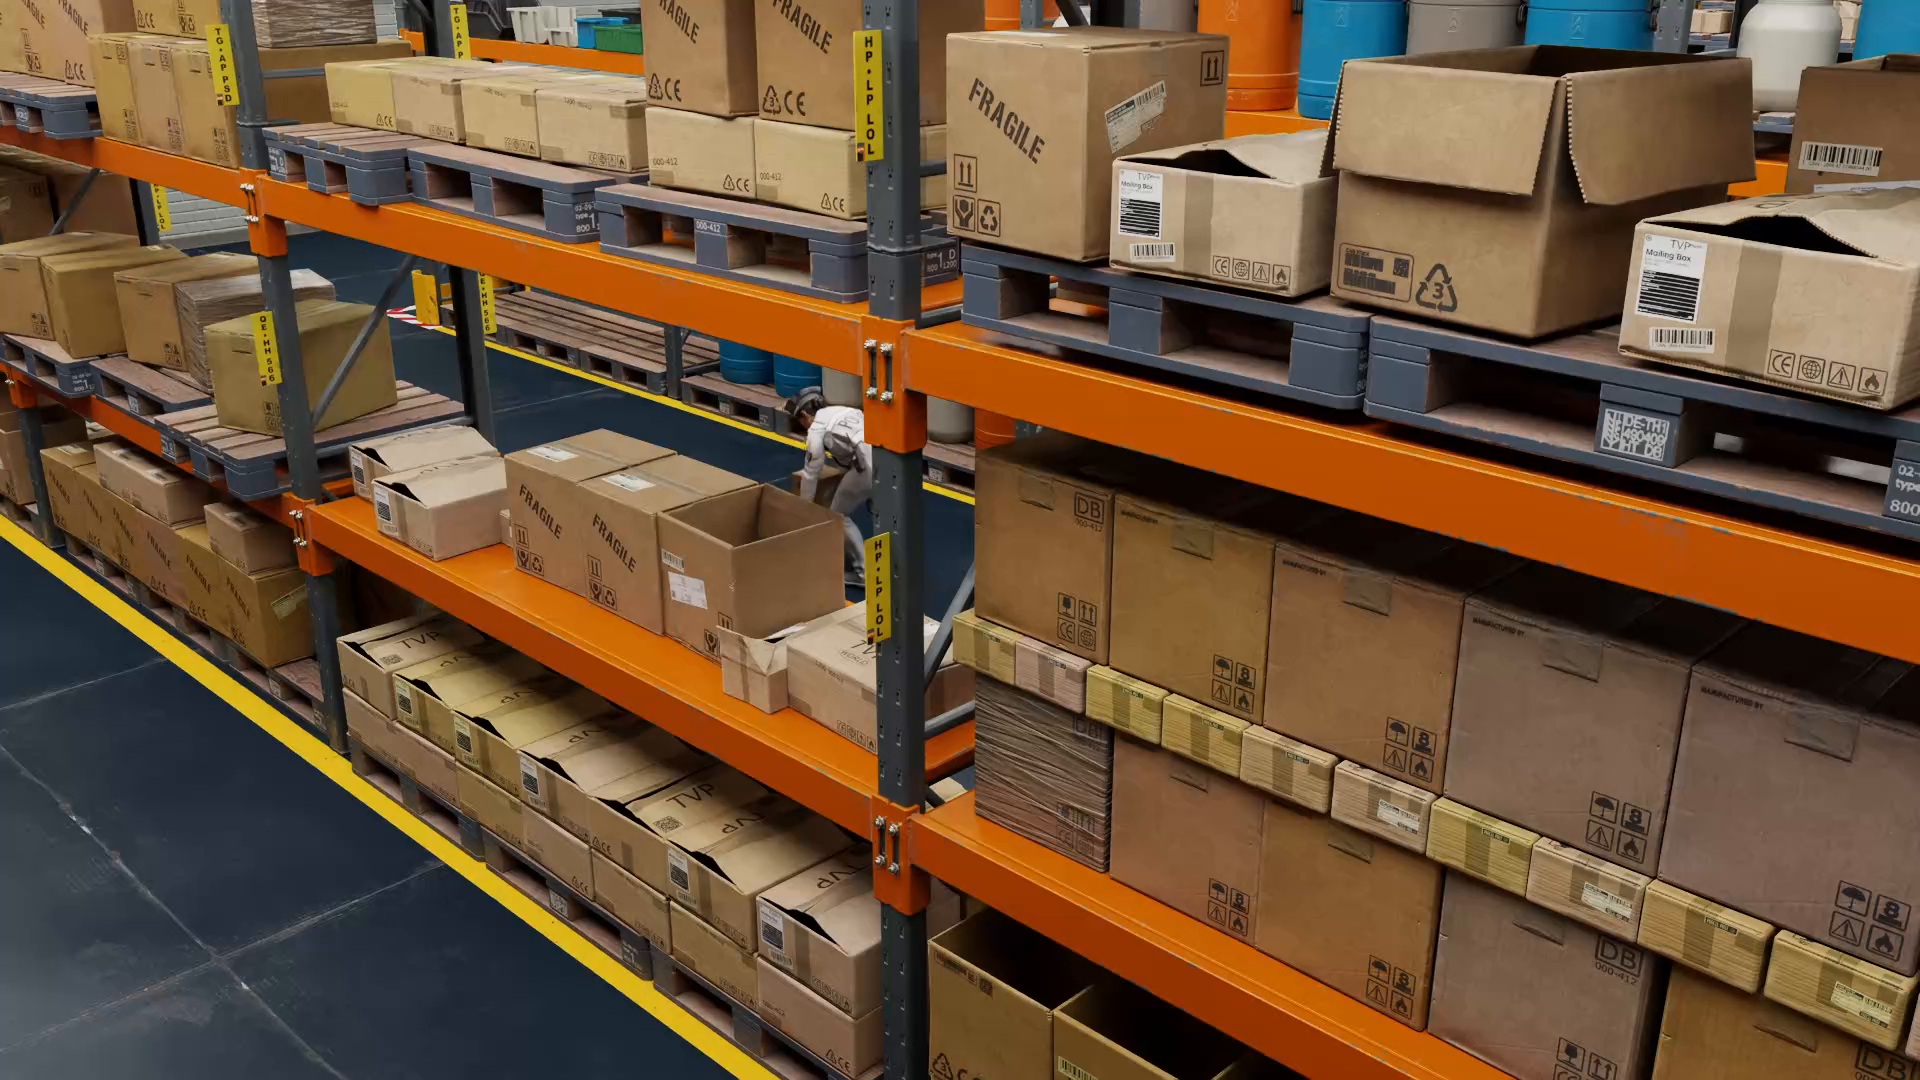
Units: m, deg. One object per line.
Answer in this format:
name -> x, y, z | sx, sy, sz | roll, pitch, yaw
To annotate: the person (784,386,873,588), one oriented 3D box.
person -> -0.696, -0.338, 10.208 | 0.915, 1.148, 0.440 | 17, 27, 38
